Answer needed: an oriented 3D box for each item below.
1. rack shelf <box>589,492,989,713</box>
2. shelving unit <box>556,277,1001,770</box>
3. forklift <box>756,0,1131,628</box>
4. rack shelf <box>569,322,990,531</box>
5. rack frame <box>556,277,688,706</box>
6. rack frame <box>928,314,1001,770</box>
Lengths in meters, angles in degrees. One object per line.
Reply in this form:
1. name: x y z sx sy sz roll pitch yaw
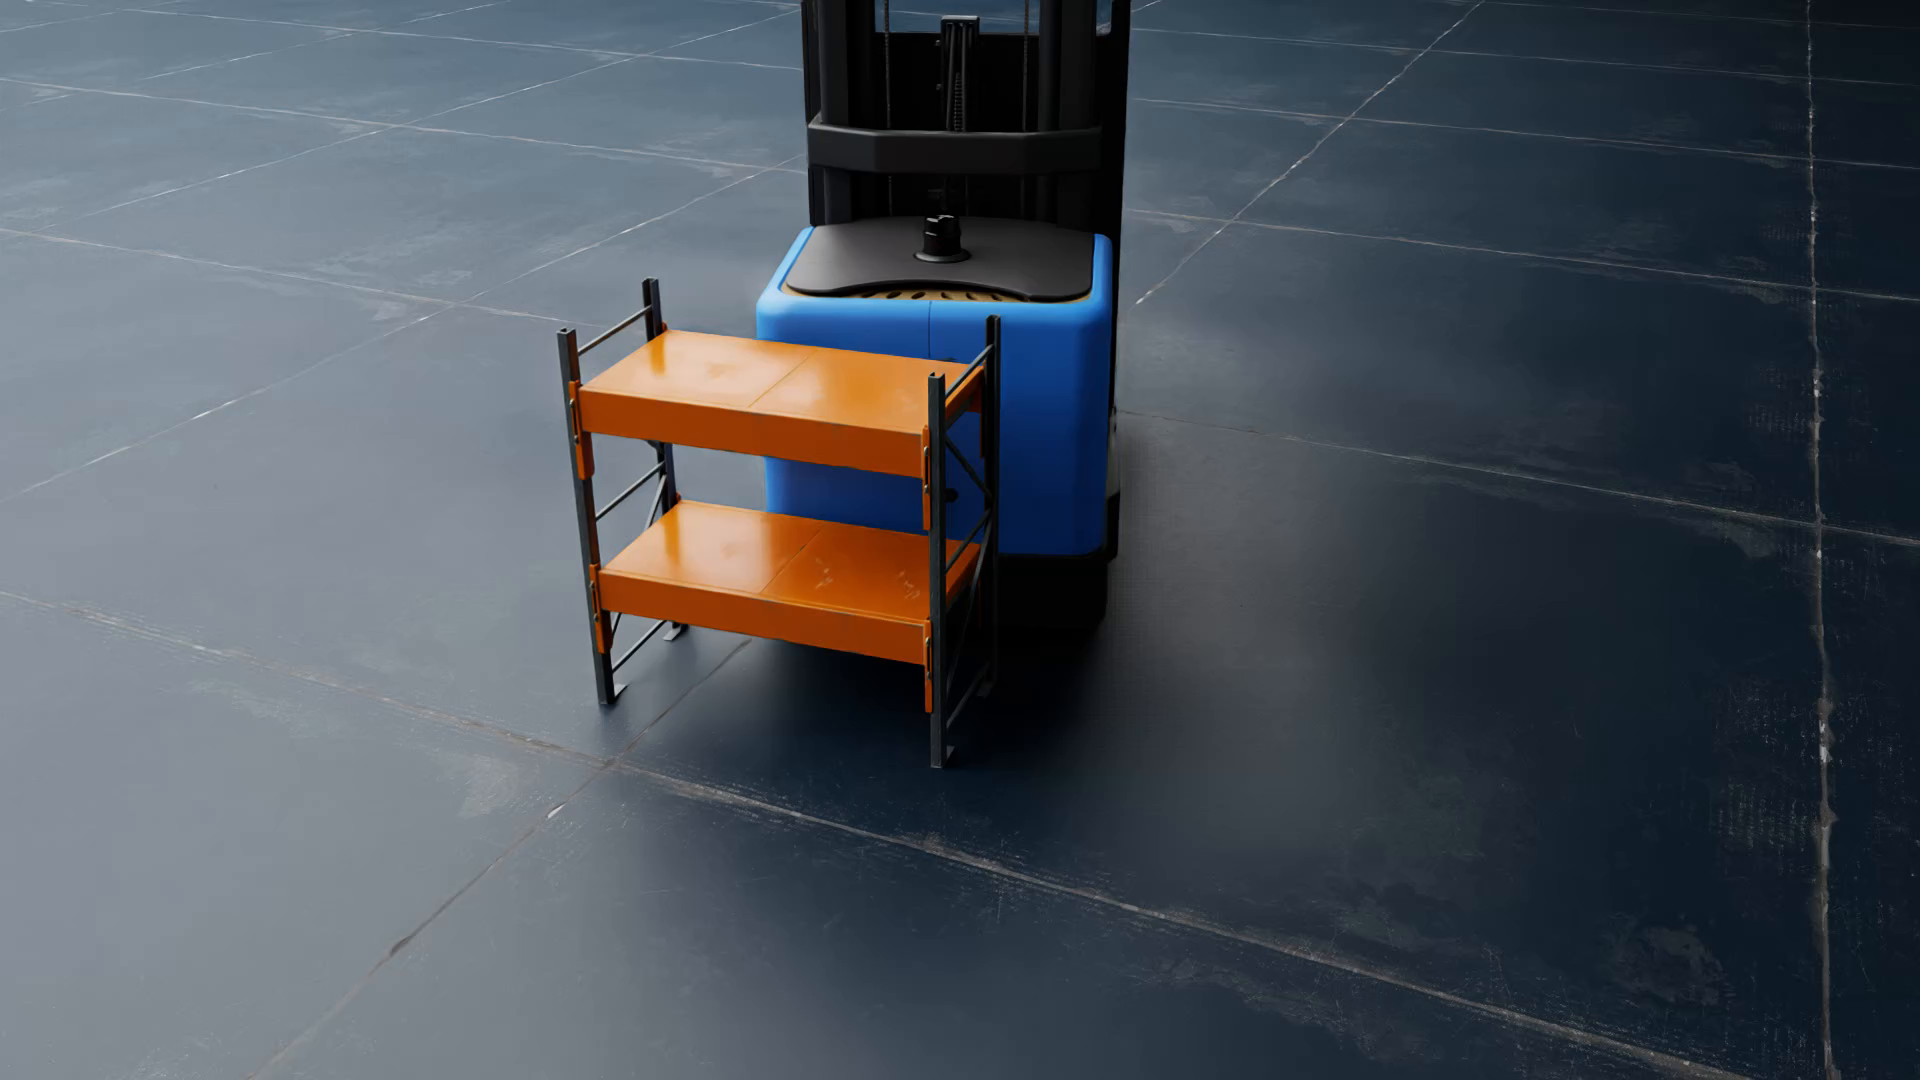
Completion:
1. rack shelf: -0.466 0.157 4.710 1.000 0.278 0.538 8 28 17
2. shelving unit: -0.466 -0.062 4.602 1.048 1.125 0.538 8 28 17
3. forklift: 0.040 -1.663 5.811 1.130 2.935 3.031 2 26 4
4. rack shelf: -0.466 -0.325 4.472 1.000 0.278 0.538 8 28 17
5. rack frame: -0.948 -0.134 4.747 0.032 1.125 0.500 8 28 17
6. rack frame: 0.016 0.010 4.456 0.032 1.125 0.500 8 28 17
